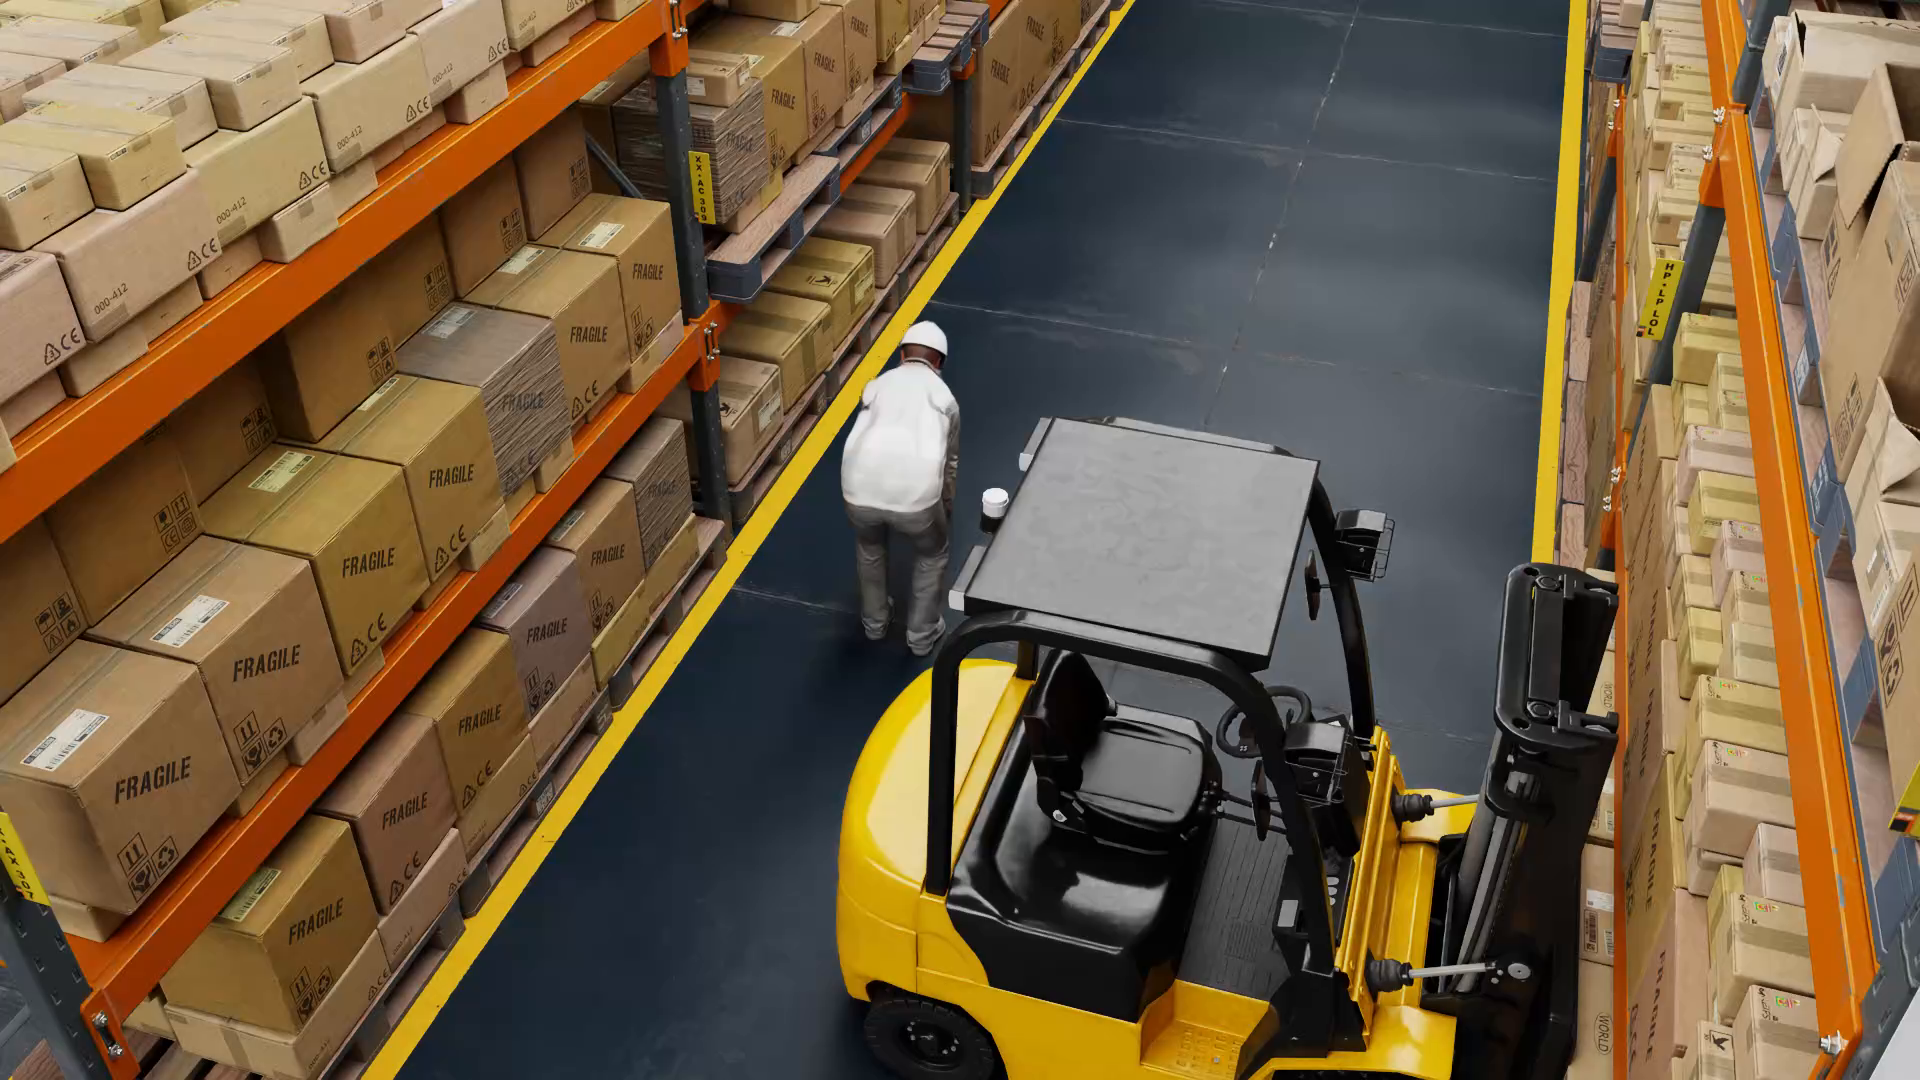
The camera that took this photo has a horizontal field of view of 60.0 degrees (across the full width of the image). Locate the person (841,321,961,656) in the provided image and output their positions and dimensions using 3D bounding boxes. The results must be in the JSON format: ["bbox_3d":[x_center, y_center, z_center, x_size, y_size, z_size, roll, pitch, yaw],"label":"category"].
[{"bbox_3d":[-0.238,-0.224,7.550,0.463,1.321,0.959,8,37,10],"label":"person"}]
